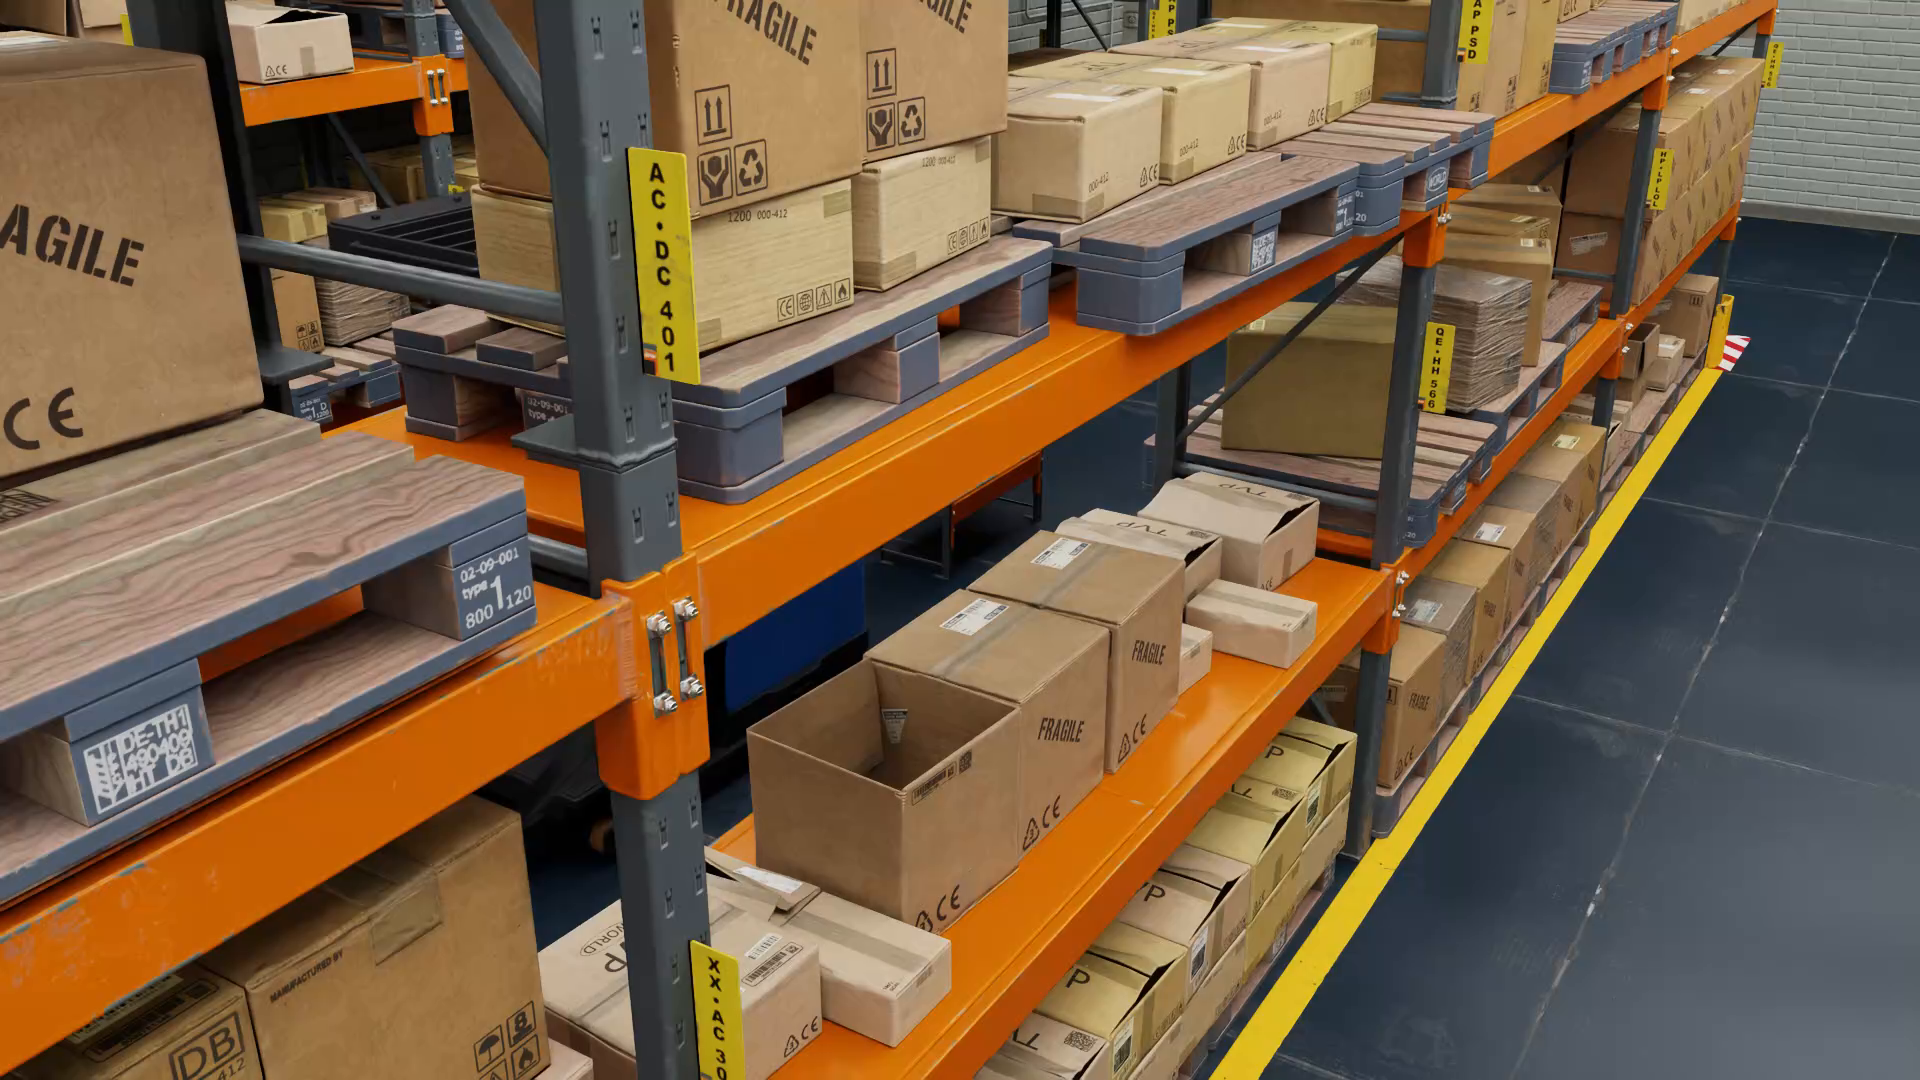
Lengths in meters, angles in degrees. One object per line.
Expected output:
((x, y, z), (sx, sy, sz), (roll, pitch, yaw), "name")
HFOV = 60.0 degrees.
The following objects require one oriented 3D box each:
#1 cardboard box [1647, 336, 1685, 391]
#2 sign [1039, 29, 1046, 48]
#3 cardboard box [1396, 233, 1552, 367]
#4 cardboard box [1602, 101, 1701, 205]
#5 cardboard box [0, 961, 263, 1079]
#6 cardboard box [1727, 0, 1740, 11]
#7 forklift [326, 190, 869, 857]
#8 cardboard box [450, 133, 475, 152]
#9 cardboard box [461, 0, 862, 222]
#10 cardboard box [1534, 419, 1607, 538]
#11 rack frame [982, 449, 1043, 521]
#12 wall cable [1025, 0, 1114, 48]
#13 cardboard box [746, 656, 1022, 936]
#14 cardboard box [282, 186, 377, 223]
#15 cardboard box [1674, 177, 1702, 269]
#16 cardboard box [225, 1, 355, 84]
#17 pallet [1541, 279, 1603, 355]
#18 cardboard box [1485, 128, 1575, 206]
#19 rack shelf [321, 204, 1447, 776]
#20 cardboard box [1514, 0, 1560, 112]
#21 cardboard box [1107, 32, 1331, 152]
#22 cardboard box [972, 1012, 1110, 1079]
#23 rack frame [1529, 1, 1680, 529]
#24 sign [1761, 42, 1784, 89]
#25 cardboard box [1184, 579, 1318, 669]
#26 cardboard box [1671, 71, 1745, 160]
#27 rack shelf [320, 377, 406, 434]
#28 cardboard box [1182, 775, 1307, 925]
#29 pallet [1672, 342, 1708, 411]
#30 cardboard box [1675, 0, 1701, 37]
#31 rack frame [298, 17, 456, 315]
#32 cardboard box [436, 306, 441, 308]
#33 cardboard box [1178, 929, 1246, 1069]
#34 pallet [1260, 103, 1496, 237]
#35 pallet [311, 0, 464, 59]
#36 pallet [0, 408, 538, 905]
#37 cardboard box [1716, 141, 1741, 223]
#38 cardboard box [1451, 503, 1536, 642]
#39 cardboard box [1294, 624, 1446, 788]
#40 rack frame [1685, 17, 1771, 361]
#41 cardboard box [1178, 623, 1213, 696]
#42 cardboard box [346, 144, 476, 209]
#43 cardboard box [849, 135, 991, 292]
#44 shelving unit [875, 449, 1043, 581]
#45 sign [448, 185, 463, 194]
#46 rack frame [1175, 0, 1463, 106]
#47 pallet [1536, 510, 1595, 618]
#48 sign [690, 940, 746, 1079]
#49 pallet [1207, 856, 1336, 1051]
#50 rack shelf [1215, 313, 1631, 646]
((4.841, -1.286, 11.853), (0.500, 0.250, 0.500), (14, 27, 29), "cardboard box")
((0.766, -4.485, 15.144), (0.100, 0.325, 0.005), (14, 27, 29), "sign")
((2.455, -1.175, 8.035), (0.700, 0.500, 0.500), (7, 24, 16), "cardboard box")
((4.094, -2.325, 9.960), (0.500, 0.500, 0.500), (13, 27, 27), "cardboard box")
((-1.379, 0.835, 2.287), (0.700, 0.500, 0.500), (14, 27, 29), "cardboard box")
((4.595, -3.472, 10.407), (0.500, 0.250, 0.500), (14, 27, 29), "cardboard box")
((-1.681, -0.271, 6.688), (1.130, 2.935, 3.031), (15, 28, 31), "forklift")
((-2.690, -2.150, 9.471), (0.500, 0.250, 0.500), (13, 27, 27), "cardboard box")
((-0.526, -0.890, 2.971), (0.500, 0.500, 0.500), (14, 27, 30), "cardboard box")
((3.318, -0.374, 9.431), (0.500, 0.500, 0.500), (14, 27, 29), "cardboard box")
((0.272, -0.690, 9.928), (0.500, 1.125, 0.032), (14, 27, 29), "rack frame")
((1.106, -5.029, 16.313), (0.084, 1.984, 1.851), (14, 27, 29), "wall cable")
((-0.188, 0.675, 4.290), (0.500, 0.500, 0.500), (16, 28, 33), "cardboard box")
((-3.142, -1.655, 8.302), (0.380, 0.149, 0.250), (10, 25, 22), "cardboard box")
((4.368, -2.049, 10.580), (0.500, 0.500, 0.500), (14, 27, 29), "cardboard box")
((-3.136, -2.278, 7.547), (0.500, 0.311, 0.500), (14, 27, 29), "cardboard box")
((2.821, -1.211, 9.013), (1.003, 0.211, 1.213), (14, 27, 29), "pallet")
((3.382, -2.276, 9.846), (0.500, 0.500, 0.500), (14, 27, 29), "cardboard box")
((0.170, -0.567, 4.414), (1.077, 0.370, 4.000), (14, 27, 29), "rack shelf")
((1.970, -2.120, 6.970), (0.910, 0.500, 0.500), (14, 27, 29), "cardboard box")
((0.772, -1.351, 4.979), (0.500, 0.250, 0.500), (15, 27, 30), "cardboard box")
((0.085, 1.536, 4.653), (0.500, 0.311, 0.500), (13, 27, 27), "cardboard box")
((3.335, -1.546, 9.545), (1.000, 3.000, 0.127), (14, 27, 29), "rack frame")
((5.906, -3.449, 12.087), (0.100, 0.325, 0.005), (14, 27, 29), "sign")
((0.985, 0.281, 5.642), (0.380, 0.149, 0.250), (14, 27, 29), "cardboard box")
((4.908, -2.846, 11.164), (0.500, 0.500, 0.500), (15, 27, 30), "cardboard box")
((-4.040, -0.227, 7.405), (1.077, 0.370, 4.000), (14, 27, 29), "rack shelf")
((0.889, 1.021, 5.842), (0.500, 0.311, 0.500), (13, 27, 28), "cardboard box")
((4.985, -1.321, 12.537), (1.003, 0.211, 1.213), (14, 27, 29), "pallet")
((3.802, -2.966, 9.238), (0.500, 0.250, 0.500), (14, 27, 29), "cardboard box")
((-2.985, -1.233, 8.822), (1.000, 3.000, 0.127), (14, 27, 29), "rack frame")
((-2.615, -1.189, 9.012), (0.380, 0.149, 0.250), (13, 27, 28), "cardboard box")
((0.618, 1.446, 5.567), (0.500, 0.250, 0.500), (15, 27, 30), "cardboard box")
((0.943, -1.238, 5.296), (1.213, 0.211, 1.003), (15, 28, 31), "pallet")
((-2.691, -2.751, 8.791), (1.213, 0.211, 1.003), (15, 28, 31), "pallet")
((-1.313, 0.112, 2.052), (1.003, 0.211, 1.213), (14, 27, 29), "pallet")
((5.169, -2.558, 11.757), (0.500, 0.500, 0.500), (14, 27, 29), "cardboard box")
((2.519, 0.132, 8.261), (0.500, 0.500, 0.500), (13, 27, 27), "cardboard box")
((1.708, 0.656, 7.052), (0.500, 0.500, 0.500), (15, 28, 31), "cardboard box")
((5.445, -2.896, 12.664), (1.000, 3.000, 0.127), (14, 27, 29), "rack frame")
((0.600, 0.362, 5.455), (0.380, 0.149, 0.250), (16, 28, 33), "cardboard box")
((-2.967, -1.976, 9.069), (0.500, 0.250, 0.500), (15, 27, 30), "cardboard box")
((-0.265, -0.738, 3.564), (0.500, 0.250, 0.500), (11, 26, 24), "cardboard box")
((0.004, -0.518, 9.532), (0.538, 1.125, 1.048), (14, 27, 29), "shelving unit")
((-2.519, -1.617, 8.352), (0.100, 0.325, 0.005), (14, 27, 29), "sign")
((1.225, -2.949, 5.235), (1.000, 3.000, 0.127), (14, 27, 29), "rack frame")
((2.938, 0.016, 9.447), (1.003, 0.211, 1.213), (14, 27, 29), "pallet")
((-0.413, 0.836, 2.853), (0.100, 0.325, 0.005), (14, 27, 29), "sign")
((0.758, 1.354, 6.358), (1.003, 0.211, 1.213), (14, 27, 29), "pallet")
((2.280, -0.541, 8.129), (1.077, 0.370, 4.000), (14, 27, 29), "rack shelf")
